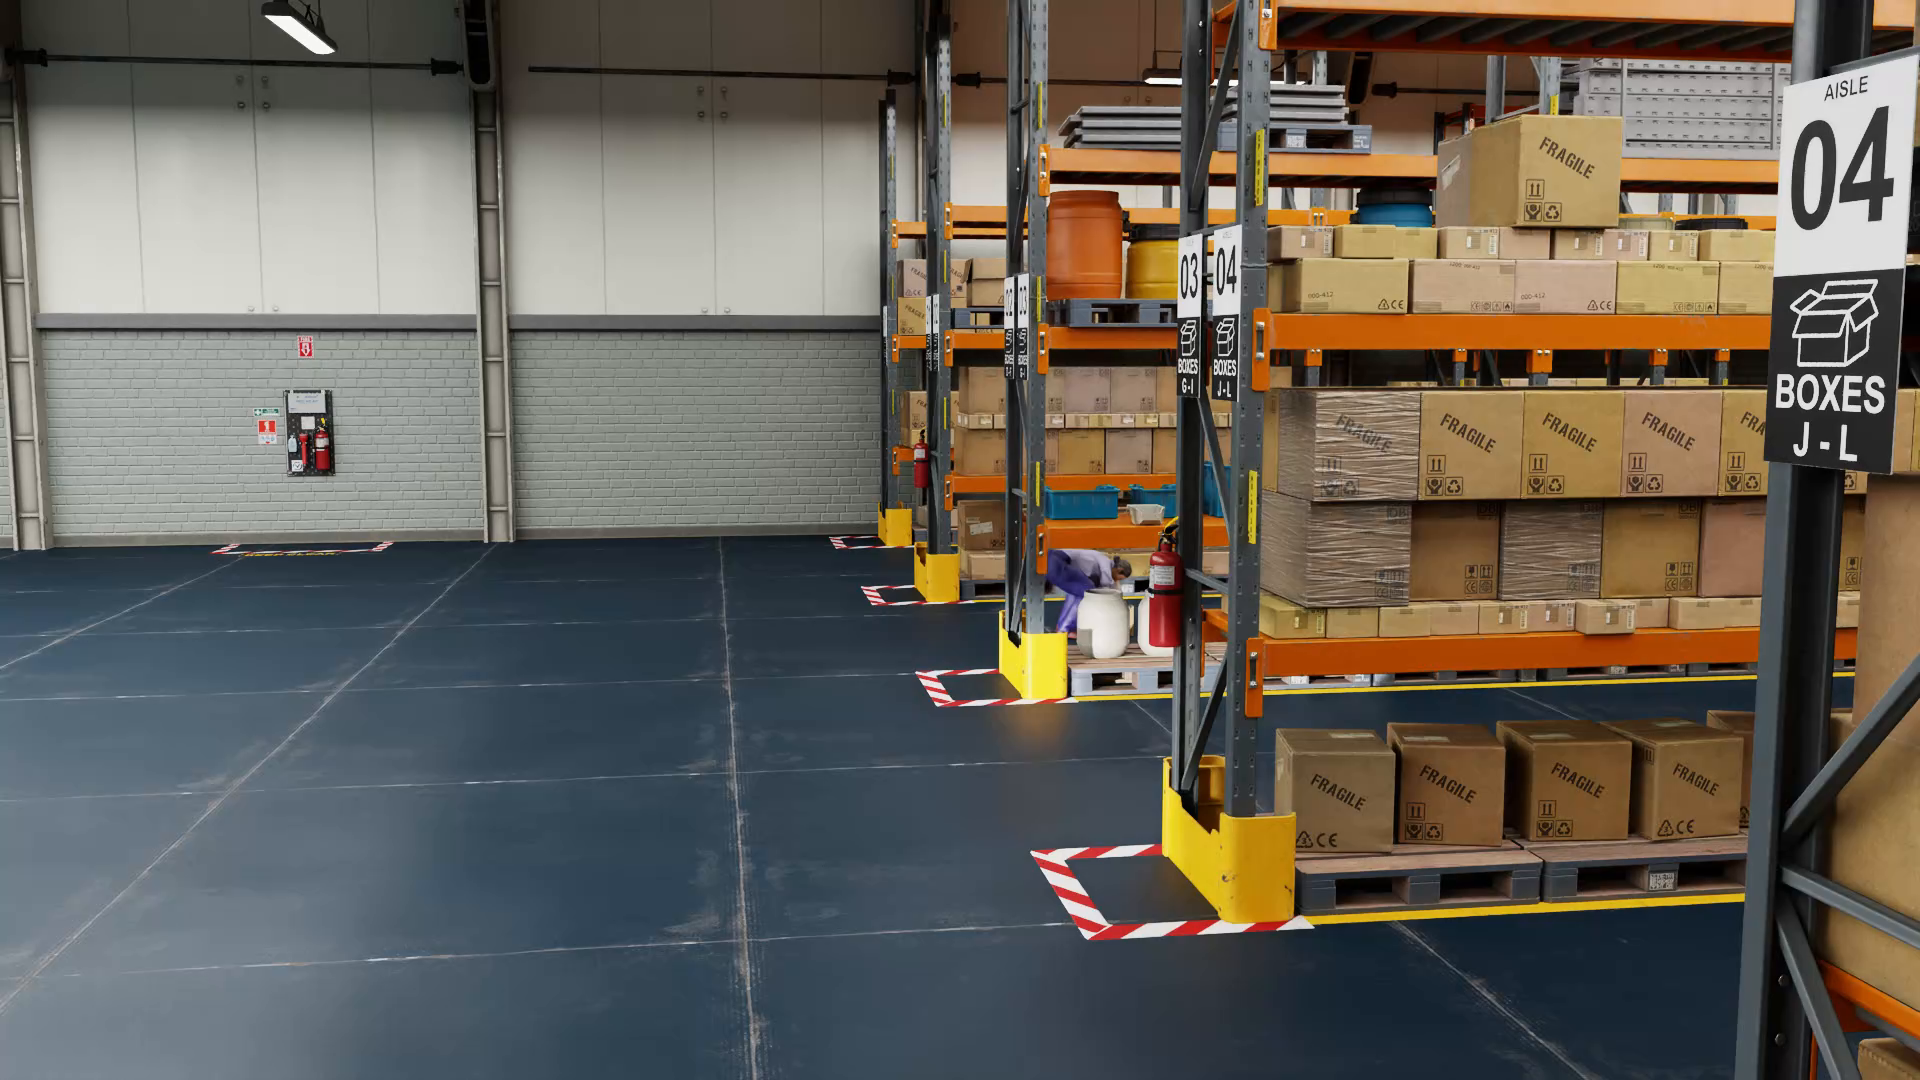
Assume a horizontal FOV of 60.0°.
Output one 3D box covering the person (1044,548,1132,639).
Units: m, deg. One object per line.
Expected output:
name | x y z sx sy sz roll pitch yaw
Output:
person | 1.154 0.464 15.359 0.898 0.854 0.506 -1 7 -11
